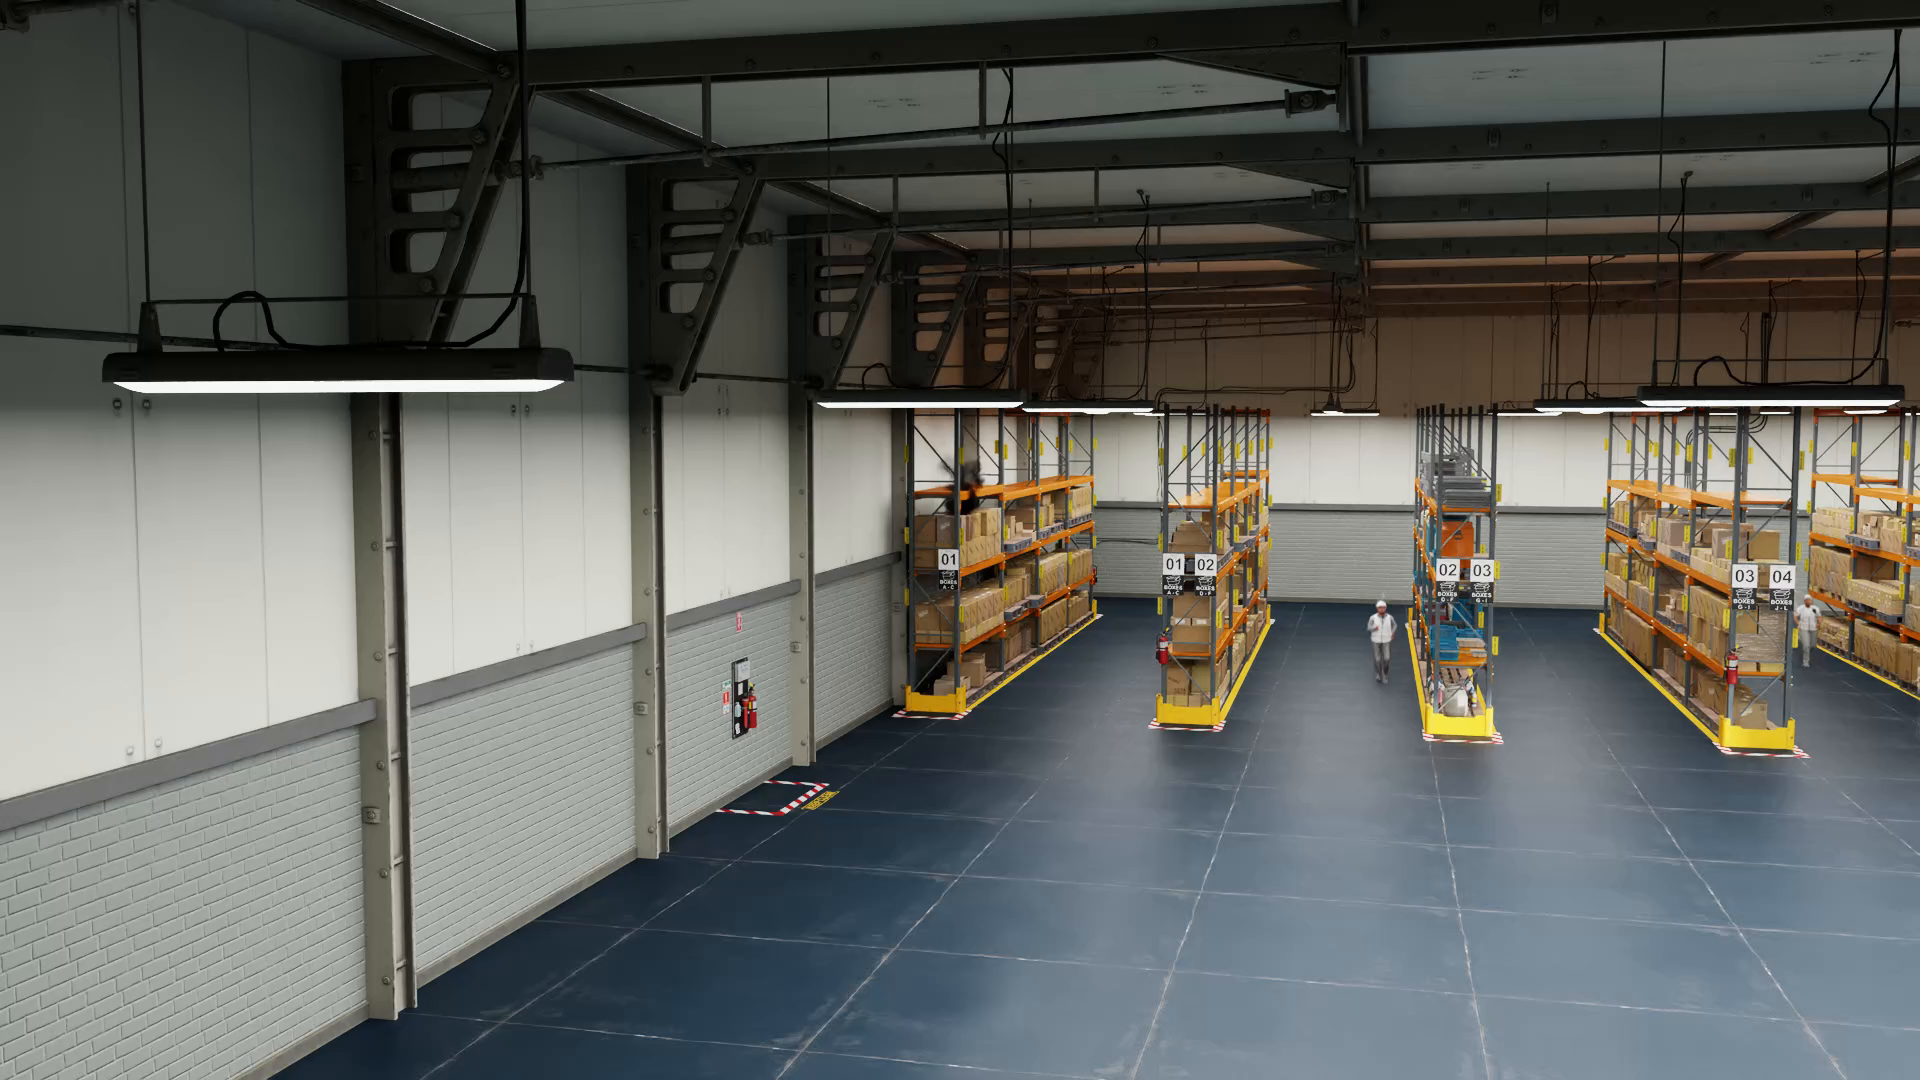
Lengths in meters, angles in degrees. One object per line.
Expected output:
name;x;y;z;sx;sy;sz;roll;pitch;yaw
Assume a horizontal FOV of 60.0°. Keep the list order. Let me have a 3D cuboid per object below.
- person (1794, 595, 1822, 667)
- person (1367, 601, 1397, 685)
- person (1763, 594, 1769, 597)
person;19.735;2.102;38.710;0.603;1.651;0.605;1;4;19
person;9.121;2.227;35.964;0.637;1.817;0.711;1;4;13
person;20.700;1.725;43.198;0.707;1.713;0.597;3;5;37
